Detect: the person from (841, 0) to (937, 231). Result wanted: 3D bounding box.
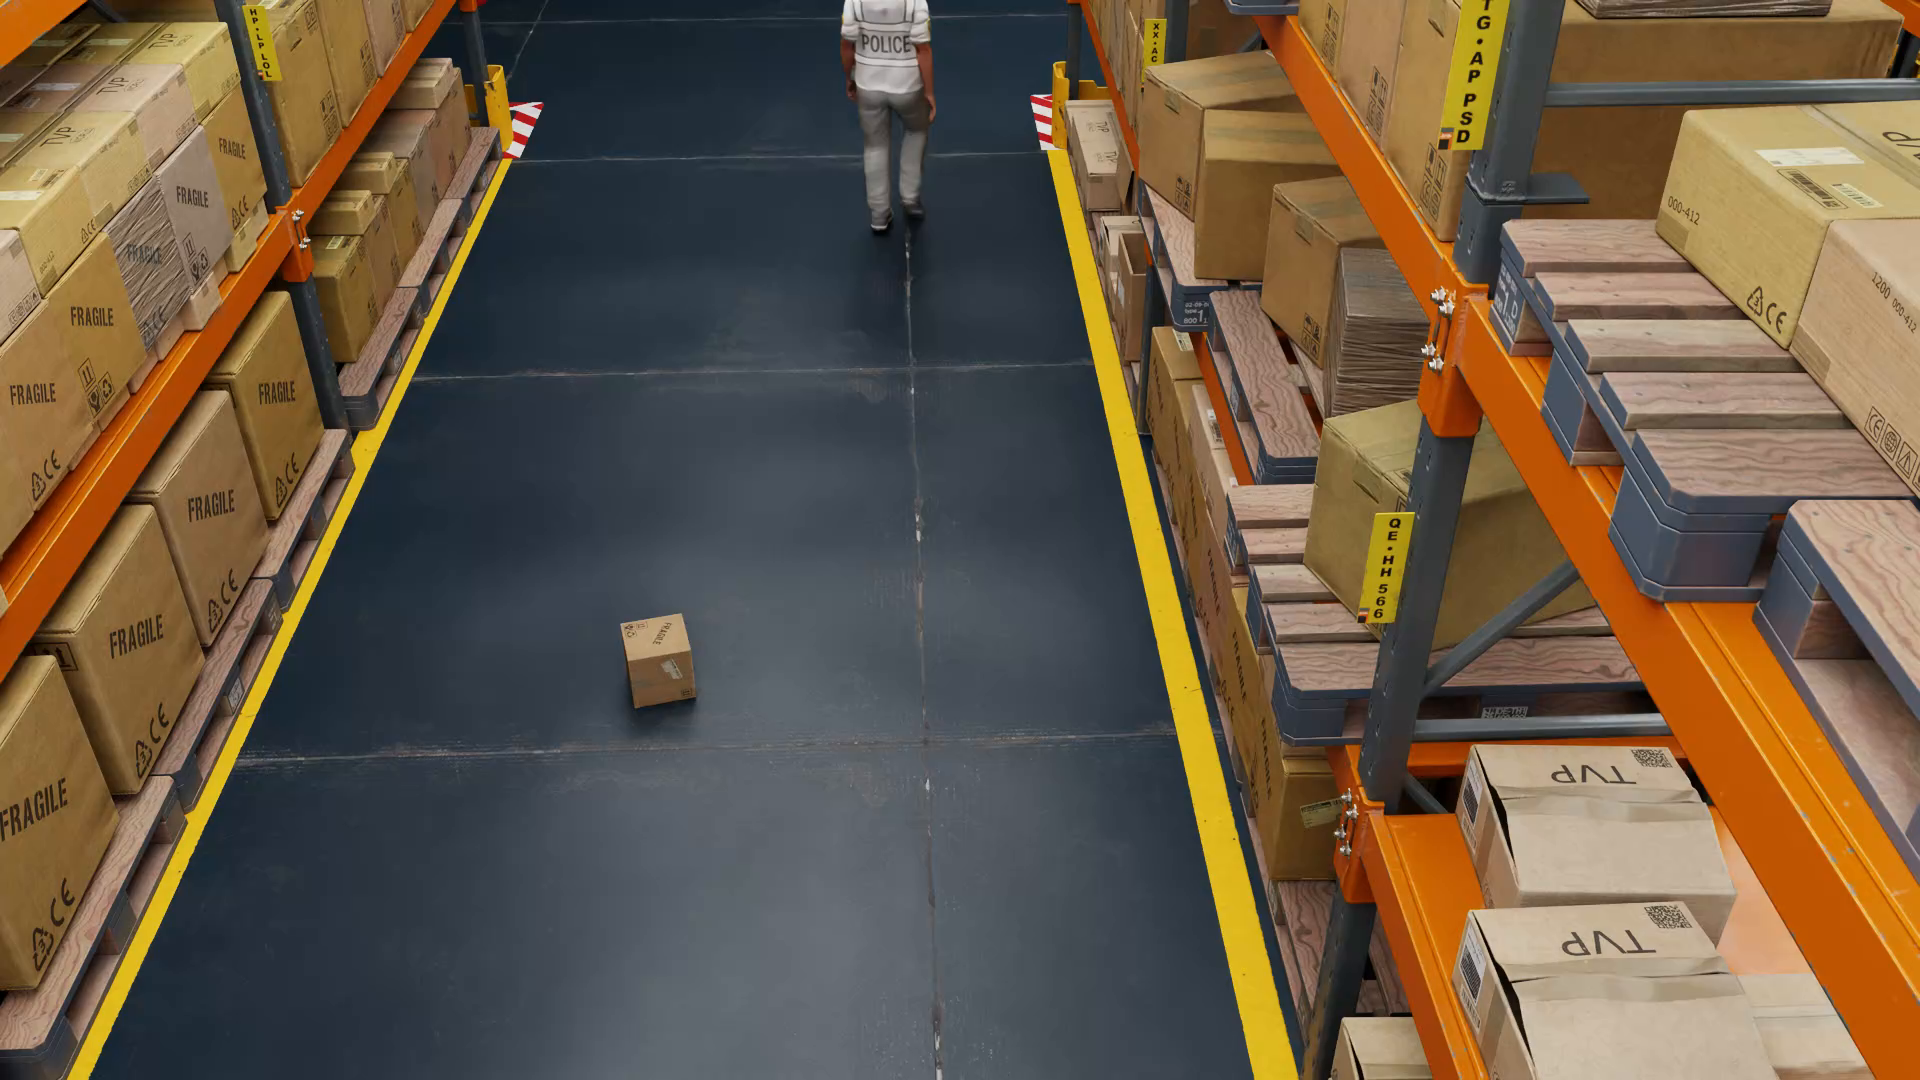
[{"bbox_3d":[-0.423,-2.728,10.058,0.576,1.855,0.507,1,35,2],"label":"person"}]
